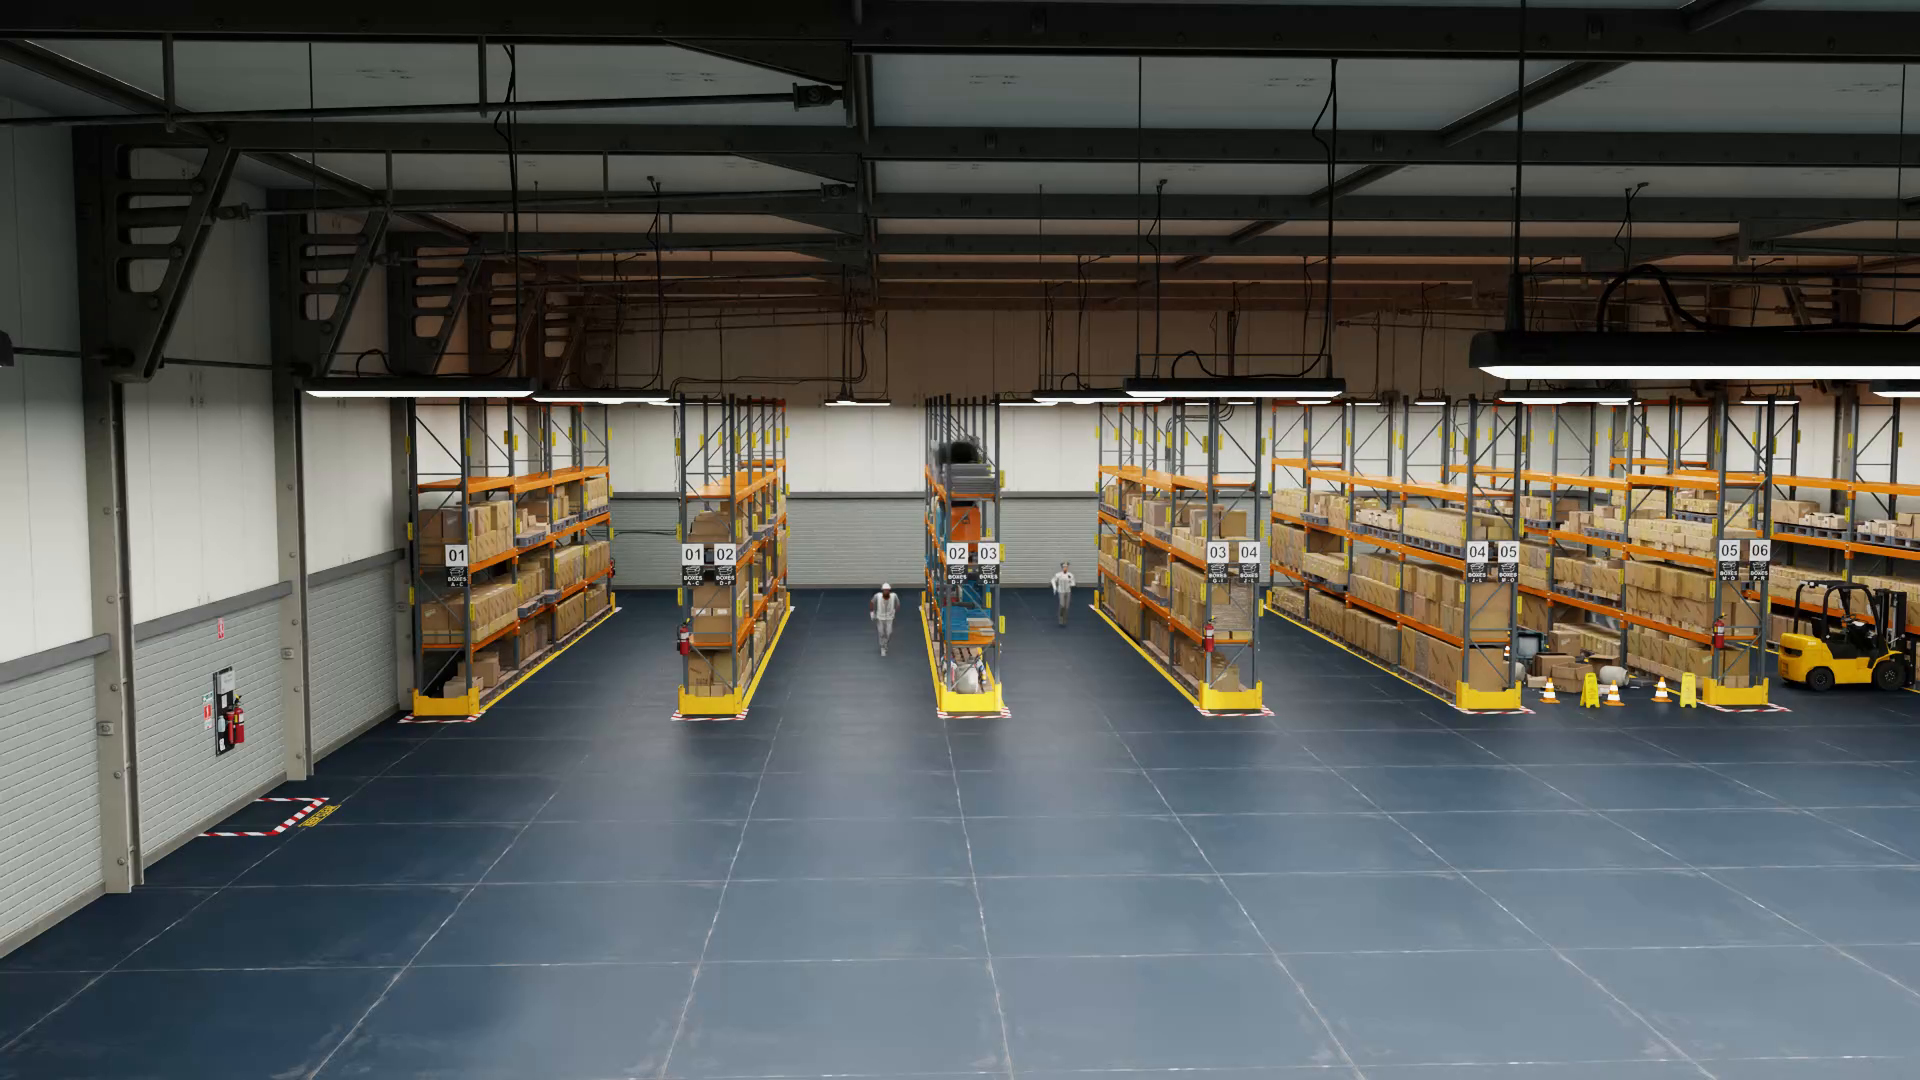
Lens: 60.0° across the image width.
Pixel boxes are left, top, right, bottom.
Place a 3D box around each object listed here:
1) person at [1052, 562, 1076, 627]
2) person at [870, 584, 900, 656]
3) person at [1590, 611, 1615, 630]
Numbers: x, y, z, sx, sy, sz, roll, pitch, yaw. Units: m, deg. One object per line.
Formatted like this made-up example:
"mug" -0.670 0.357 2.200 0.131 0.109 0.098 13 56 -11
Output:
"person" 2.748 1.429 43.744 0.573 1.712 0.694 -1 5 -11
"person" -1.736 1.843 38.532 0.679 1.707 0.757 -1 5 -10
"person" 16.385 1.514 42.543 0.667 1.750 0.996 -1 5 -12
